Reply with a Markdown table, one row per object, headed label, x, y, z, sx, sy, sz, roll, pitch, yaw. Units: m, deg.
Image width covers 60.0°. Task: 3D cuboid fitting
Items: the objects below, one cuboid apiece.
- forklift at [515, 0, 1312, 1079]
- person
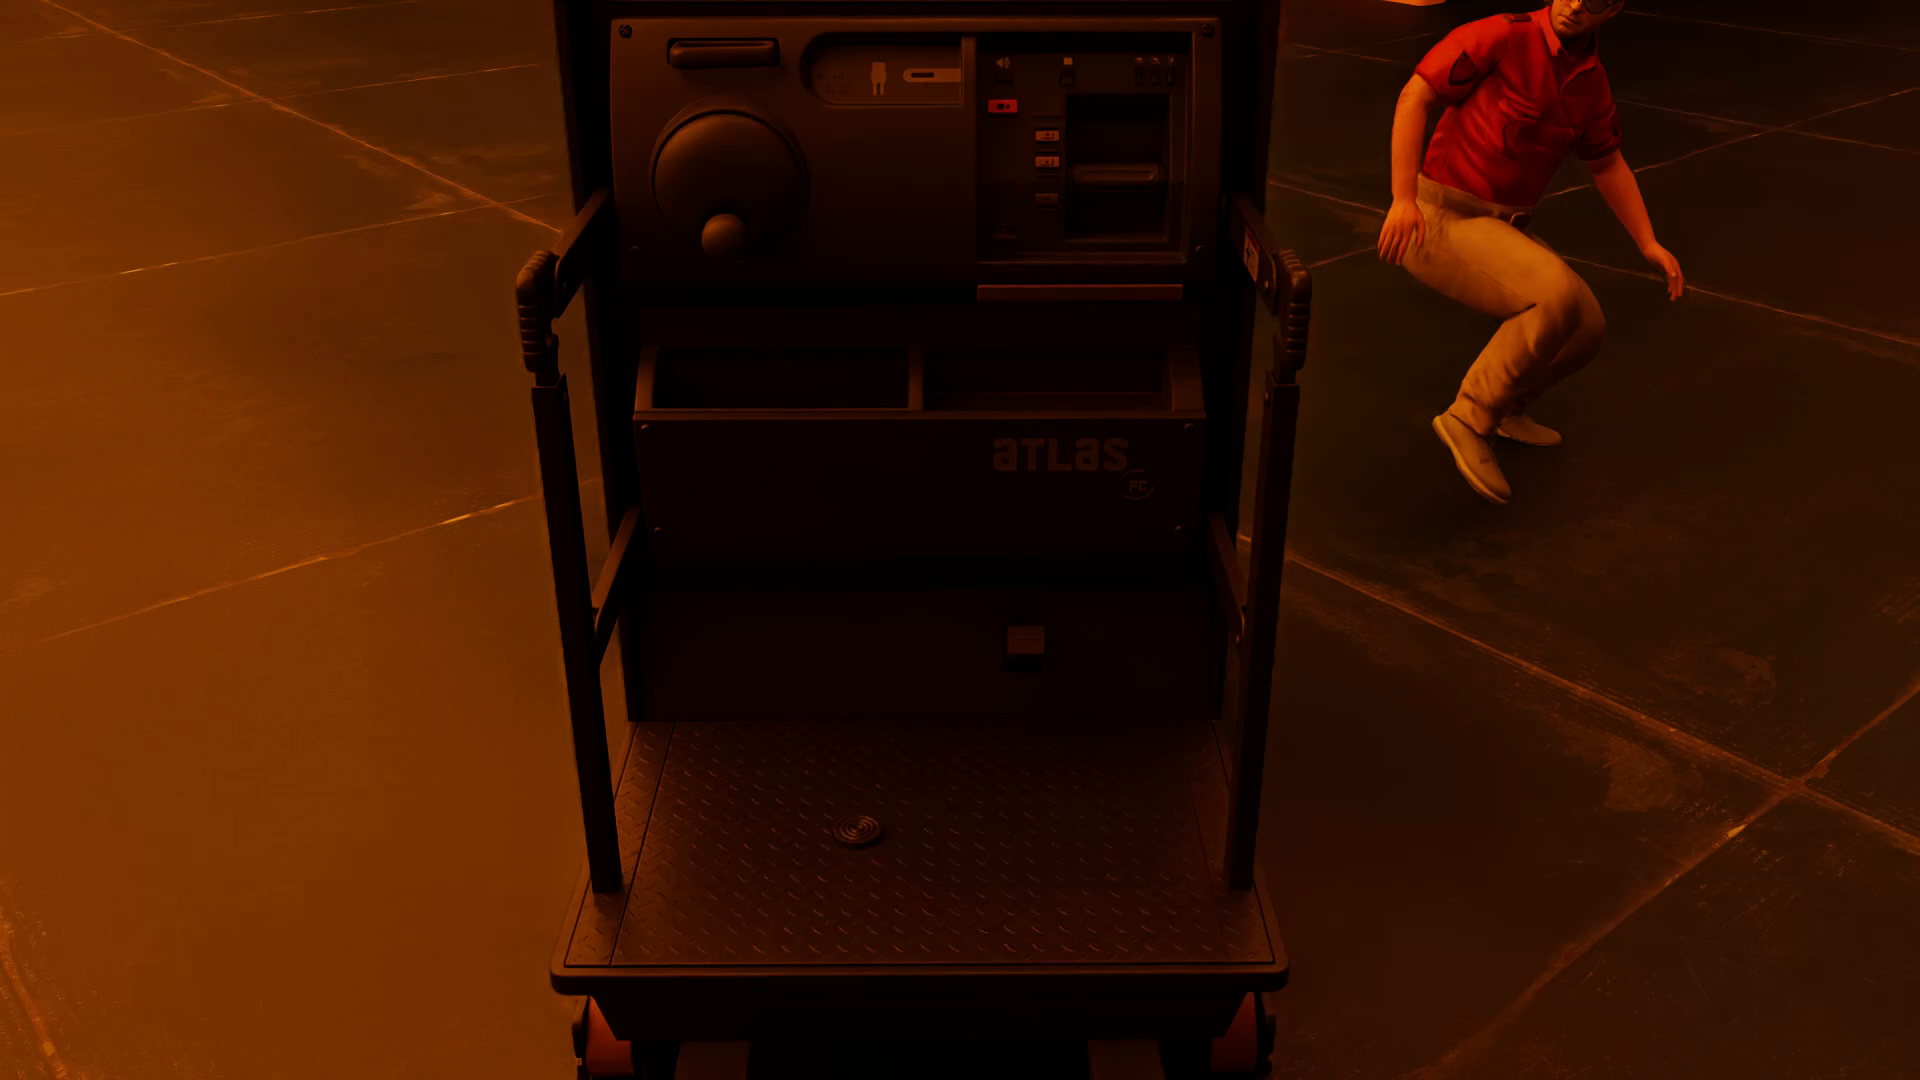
| label | x | y | z | sx | sy | sz | roll | pitch | yaw |
| --- | --- | --- | --- | --- | --- | --- | --- | --- | --- |
| forklift | -0.062 | -0.572 | 2.356 | 1.130 | 2.935 | 3.031 | 0 | 26 | 0 |
| person | 1.574 | -0.857 | 4.611 | 0.801 | 1.502 | 0.679 | -22 | 34 | -37 |
